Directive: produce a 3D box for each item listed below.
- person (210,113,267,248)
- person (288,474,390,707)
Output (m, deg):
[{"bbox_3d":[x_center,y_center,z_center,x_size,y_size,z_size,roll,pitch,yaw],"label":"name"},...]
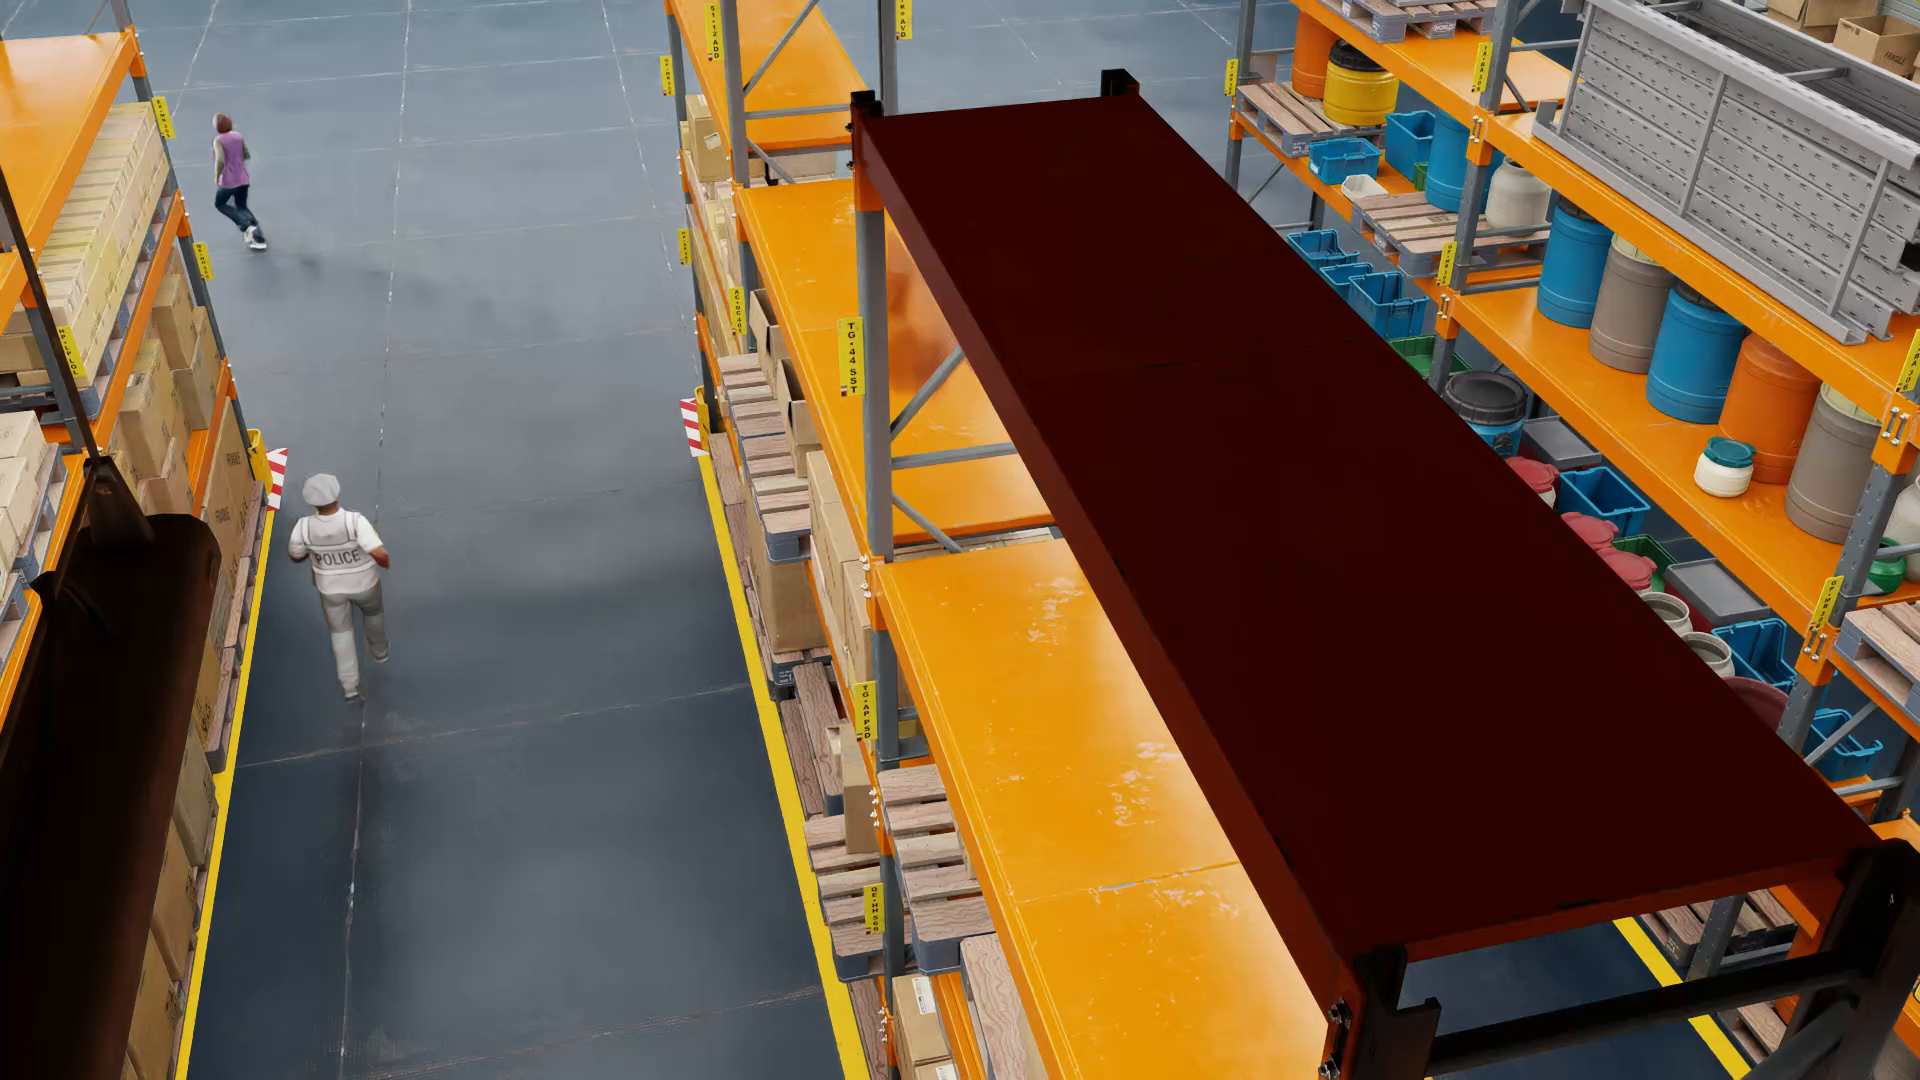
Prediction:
[{"bbox_3d":[-8.122,-3.998,18.549,0.540,1.558,0.553,16,38,23],"label":"person"},{"bbox_3d":[-4.318,0.295,11.742,0.673,1.802,0.894,-8,35,-11],"label":"person"}]
